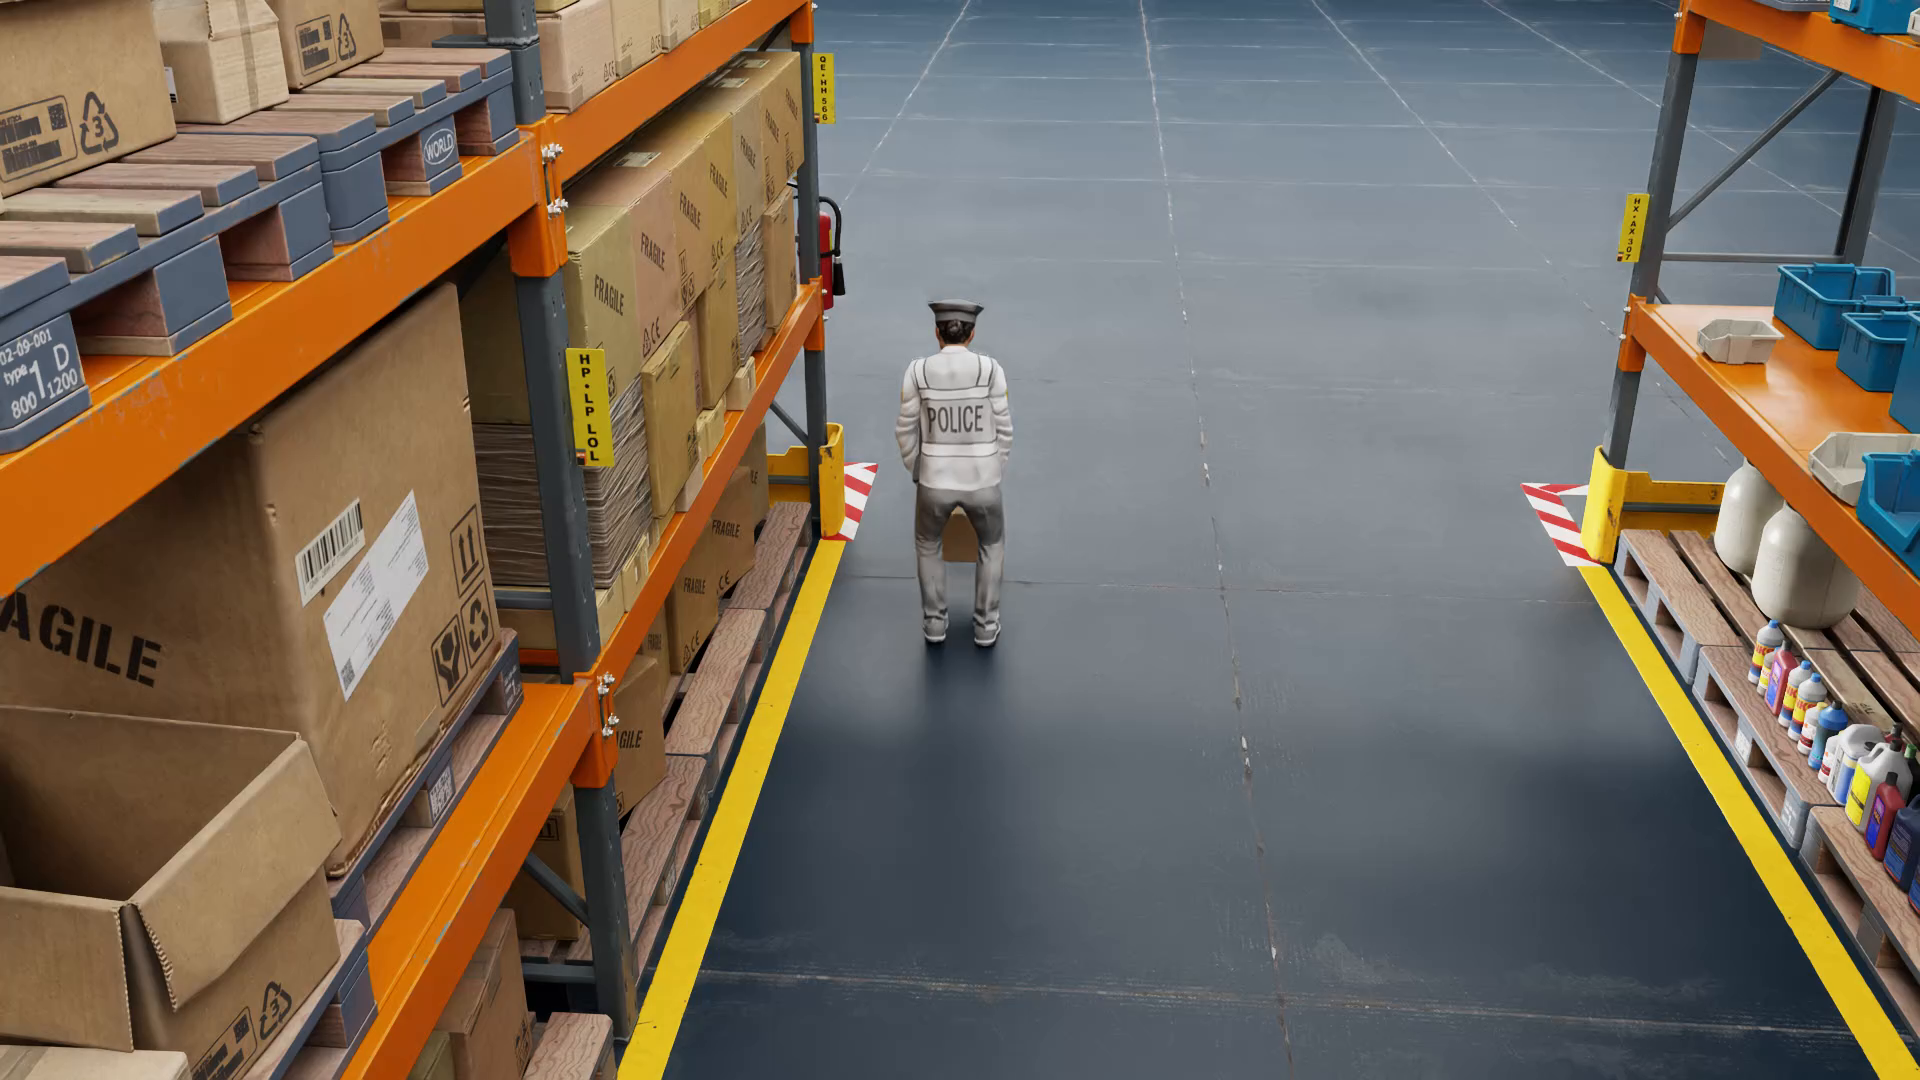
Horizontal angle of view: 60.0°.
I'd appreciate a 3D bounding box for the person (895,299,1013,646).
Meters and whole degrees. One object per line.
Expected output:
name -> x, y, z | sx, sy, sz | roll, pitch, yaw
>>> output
person -> -0.024, -0.282, 7.360 | 0.514, 1.559, 0.548 | 2, 25, 4
